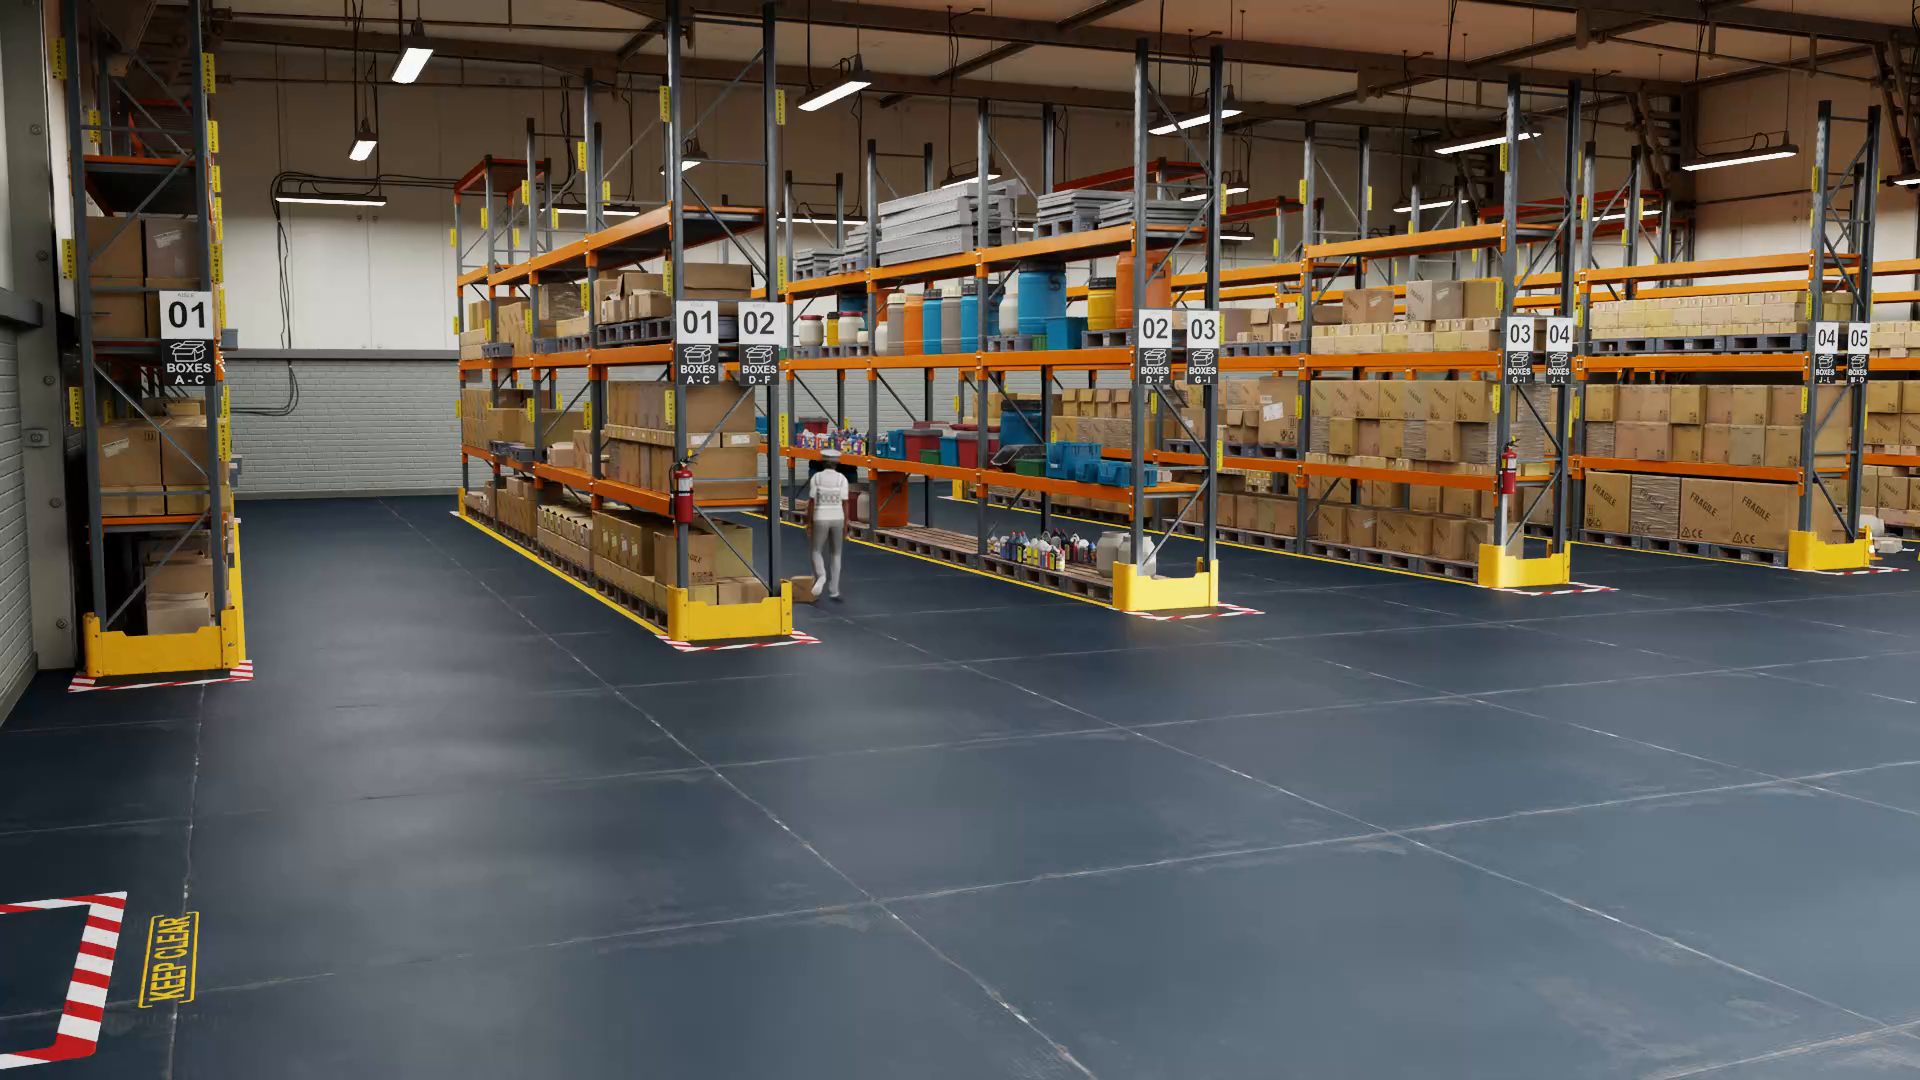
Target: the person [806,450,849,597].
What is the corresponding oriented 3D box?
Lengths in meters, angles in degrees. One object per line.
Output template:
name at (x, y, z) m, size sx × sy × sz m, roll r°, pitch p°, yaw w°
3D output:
person at (-1.484, -0.174, 18.606) m, size 0.478 × 1.648 × 0.510 m, roll -1°, pitch 6°, yaw -6°
